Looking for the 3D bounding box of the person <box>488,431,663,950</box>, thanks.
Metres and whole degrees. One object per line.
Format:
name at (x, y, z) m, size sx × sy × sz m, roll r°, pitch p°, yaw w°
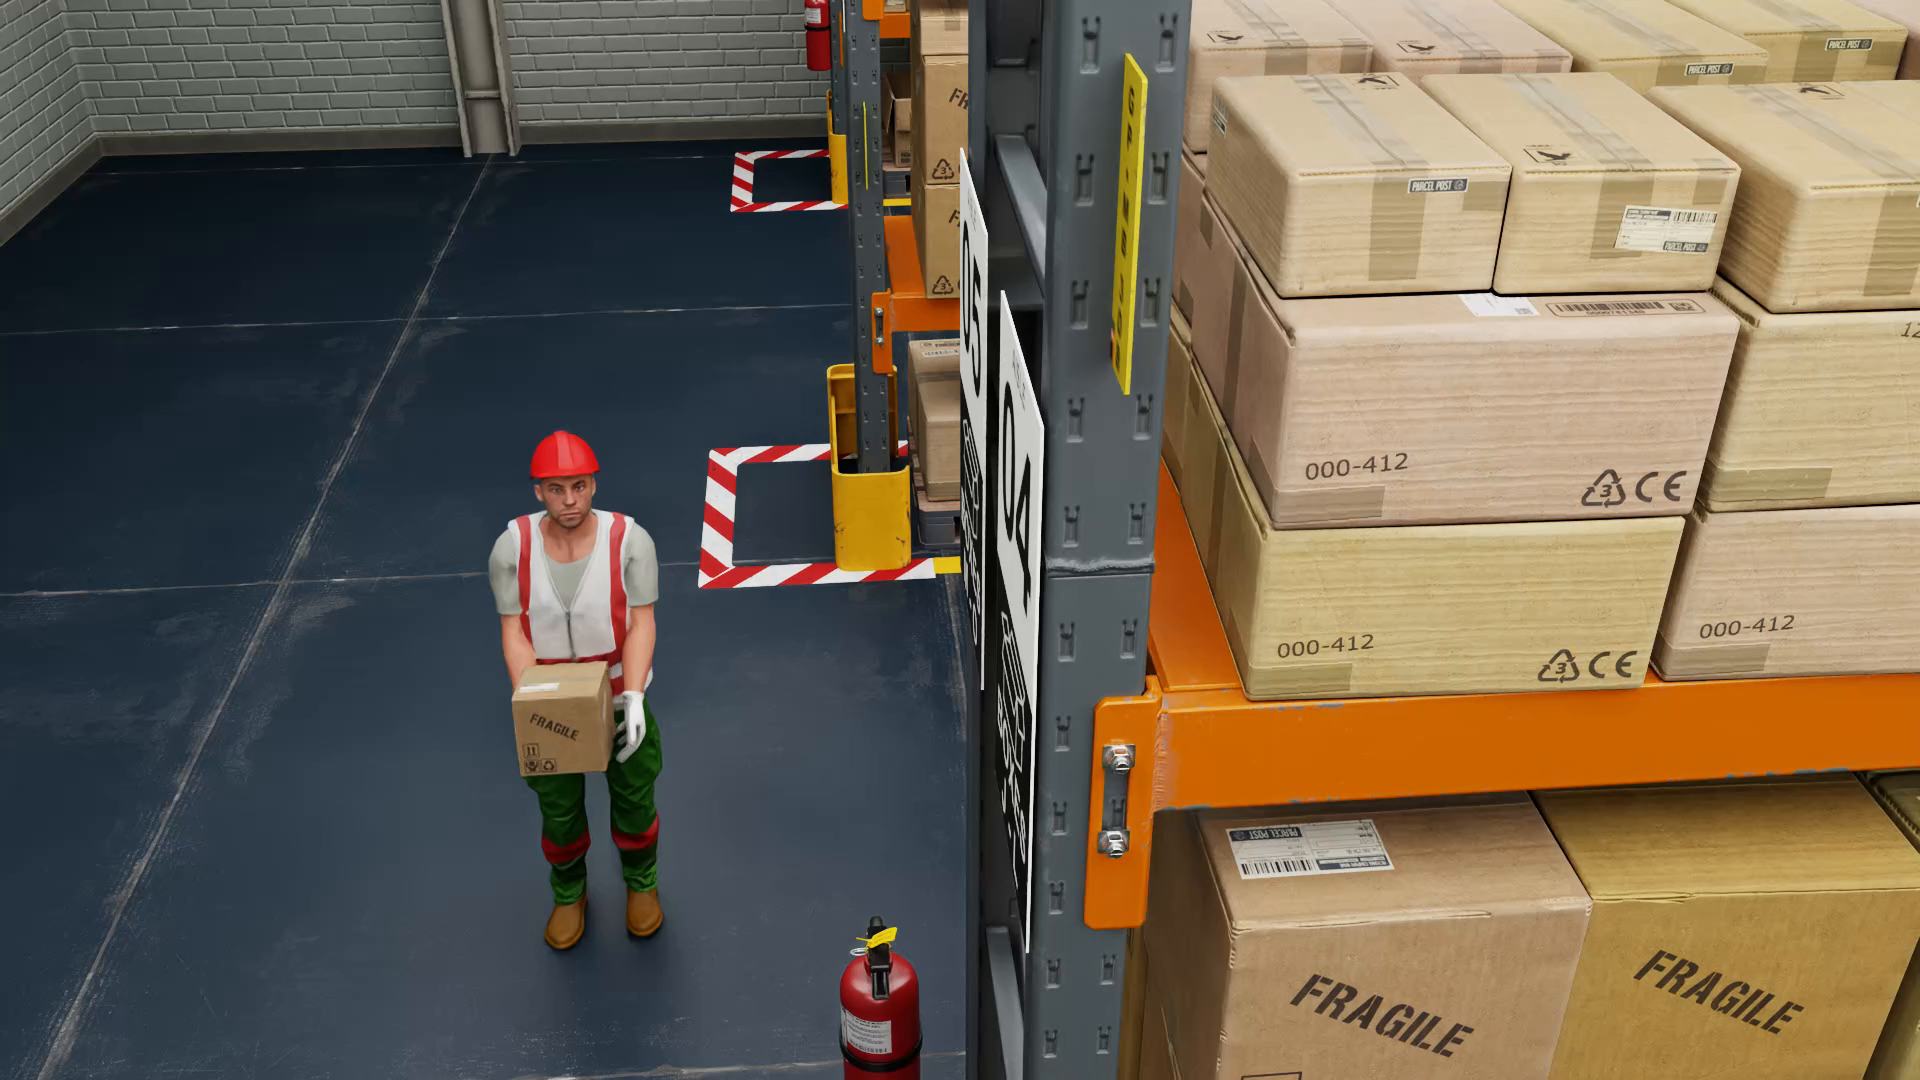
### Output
person at (-1.159, 0.538, 5.205) m, size 0.506 × 1.792 × 0.556 m, roll -5°, pitch 31°, yaw -8°
